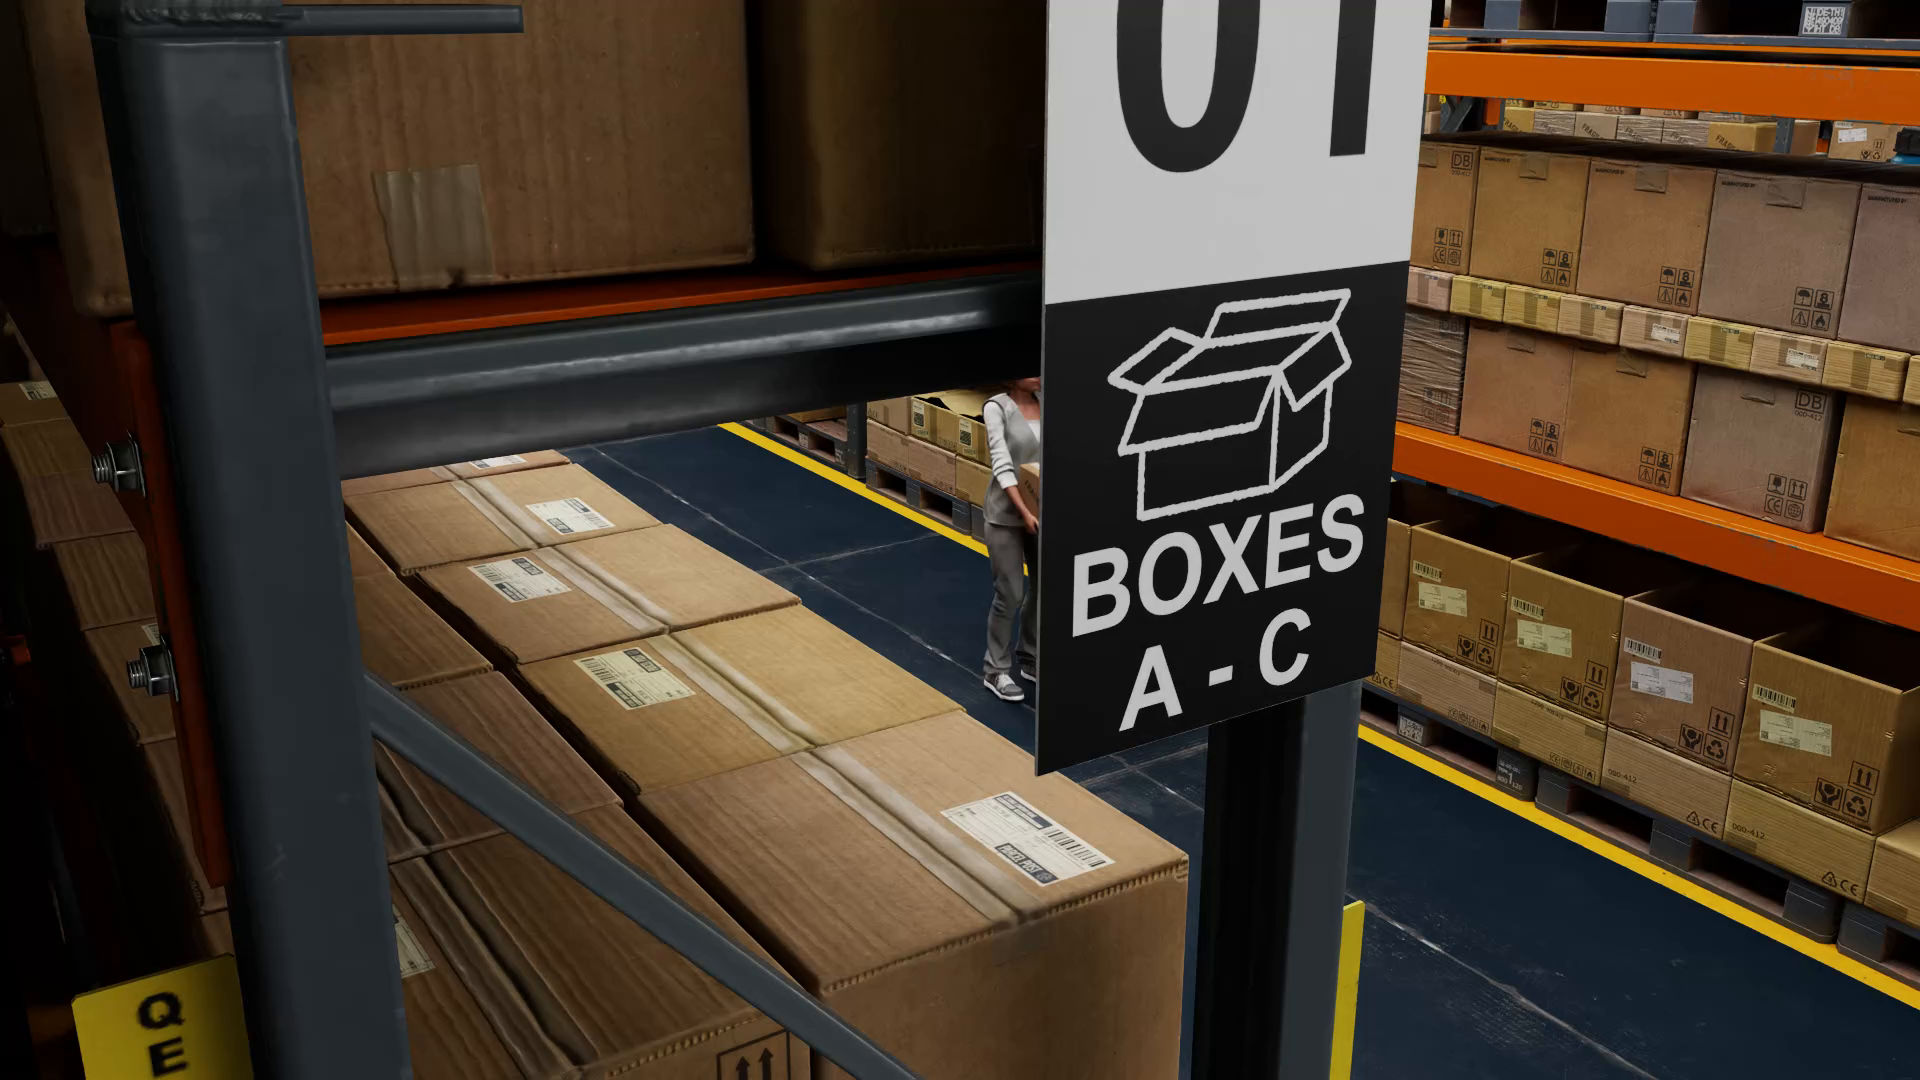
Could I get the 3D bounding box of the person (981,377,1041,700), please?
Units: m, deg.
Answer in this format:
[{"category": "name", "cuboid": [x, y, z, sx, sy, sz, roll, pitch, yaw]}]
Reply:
[{"category": "person", "cuboid": [0.323, -0.065, 7.278, 0.407, 1.588, 0.495, -12, 22, -32]}]
